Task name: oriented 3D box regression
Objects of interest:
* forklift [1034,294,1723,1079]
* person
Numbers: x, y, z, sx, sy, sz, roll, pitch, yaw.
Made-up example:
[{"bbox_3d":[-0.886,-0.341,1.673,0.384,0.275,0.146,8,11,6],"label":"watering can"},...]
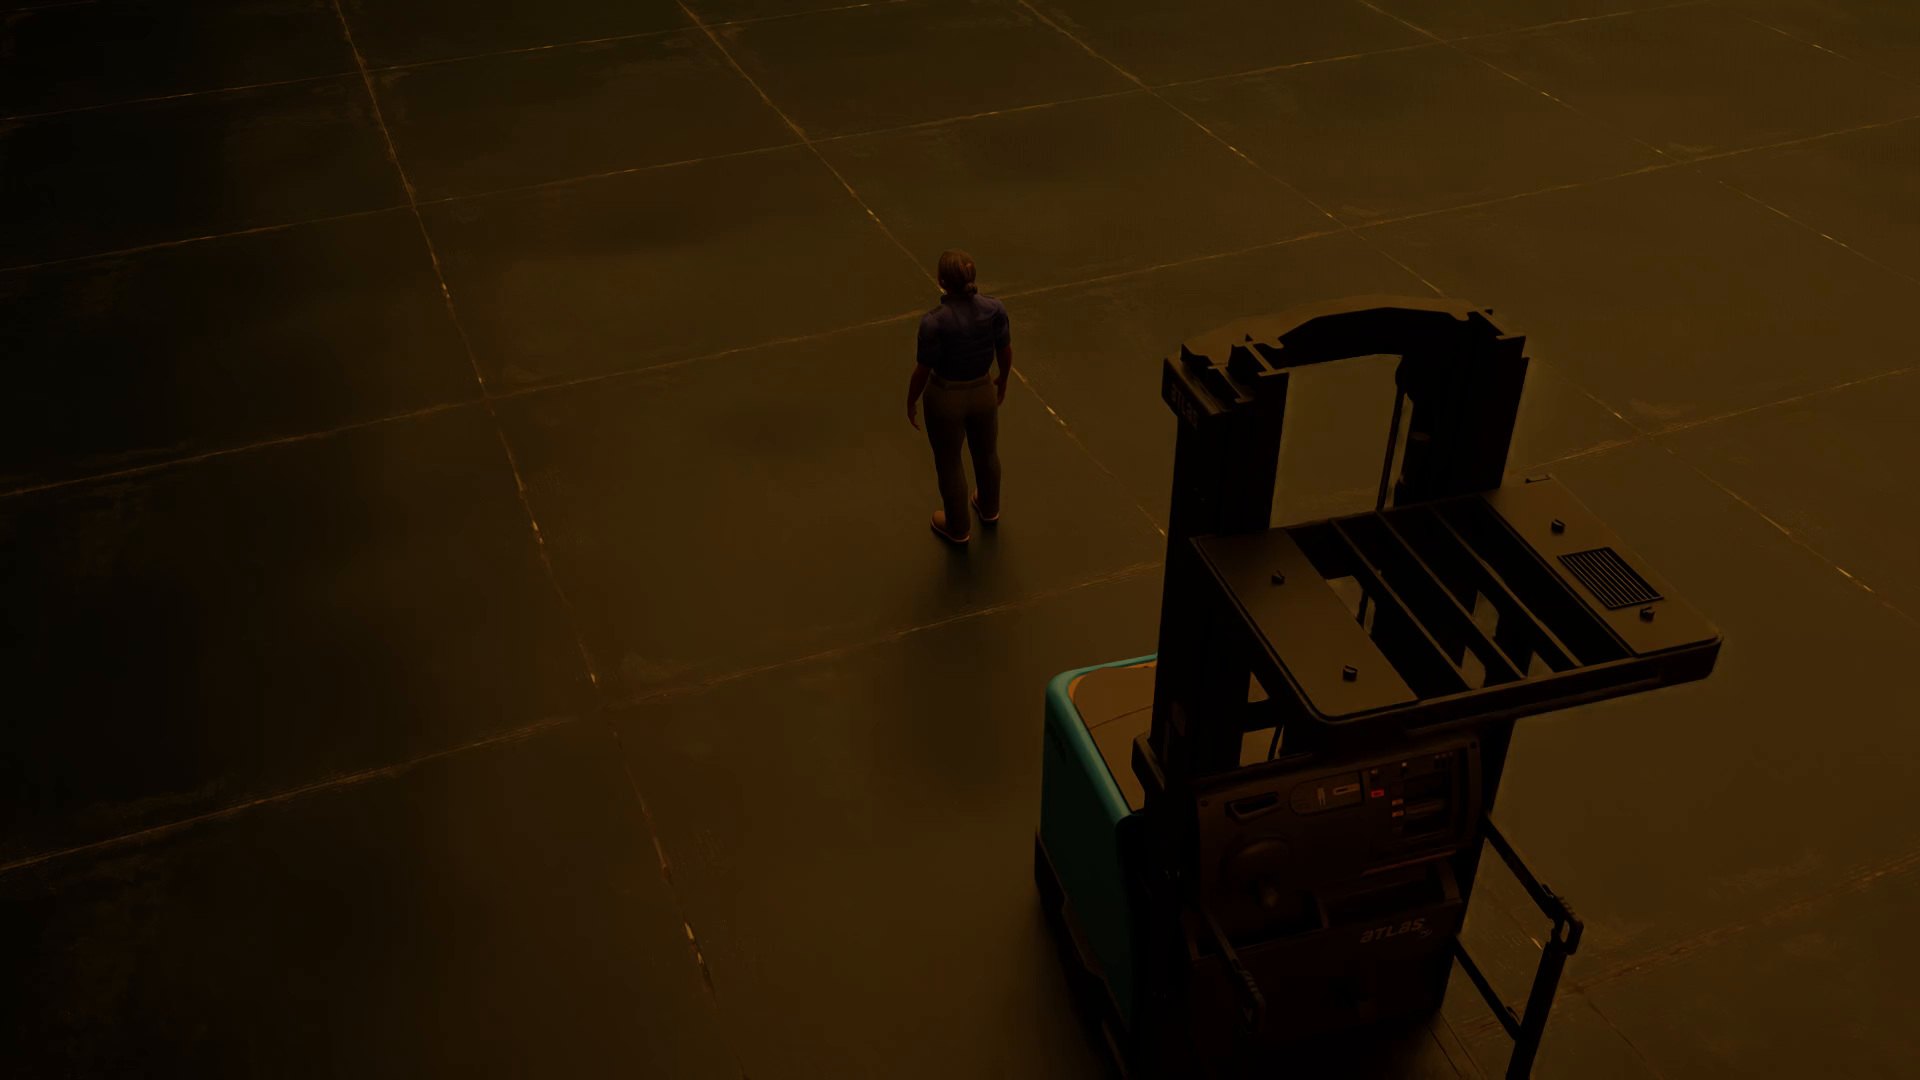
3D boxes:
[{"bbox_3d":[1.202,0.911,4.817,1.130,2.935,3.031,-10,37,-13],"label":"forklift"},{"bbox_3d":[-0.016,-0.732,8.216,0.569,1.656,0.503,-14,38,-19],"label":"person"}]
